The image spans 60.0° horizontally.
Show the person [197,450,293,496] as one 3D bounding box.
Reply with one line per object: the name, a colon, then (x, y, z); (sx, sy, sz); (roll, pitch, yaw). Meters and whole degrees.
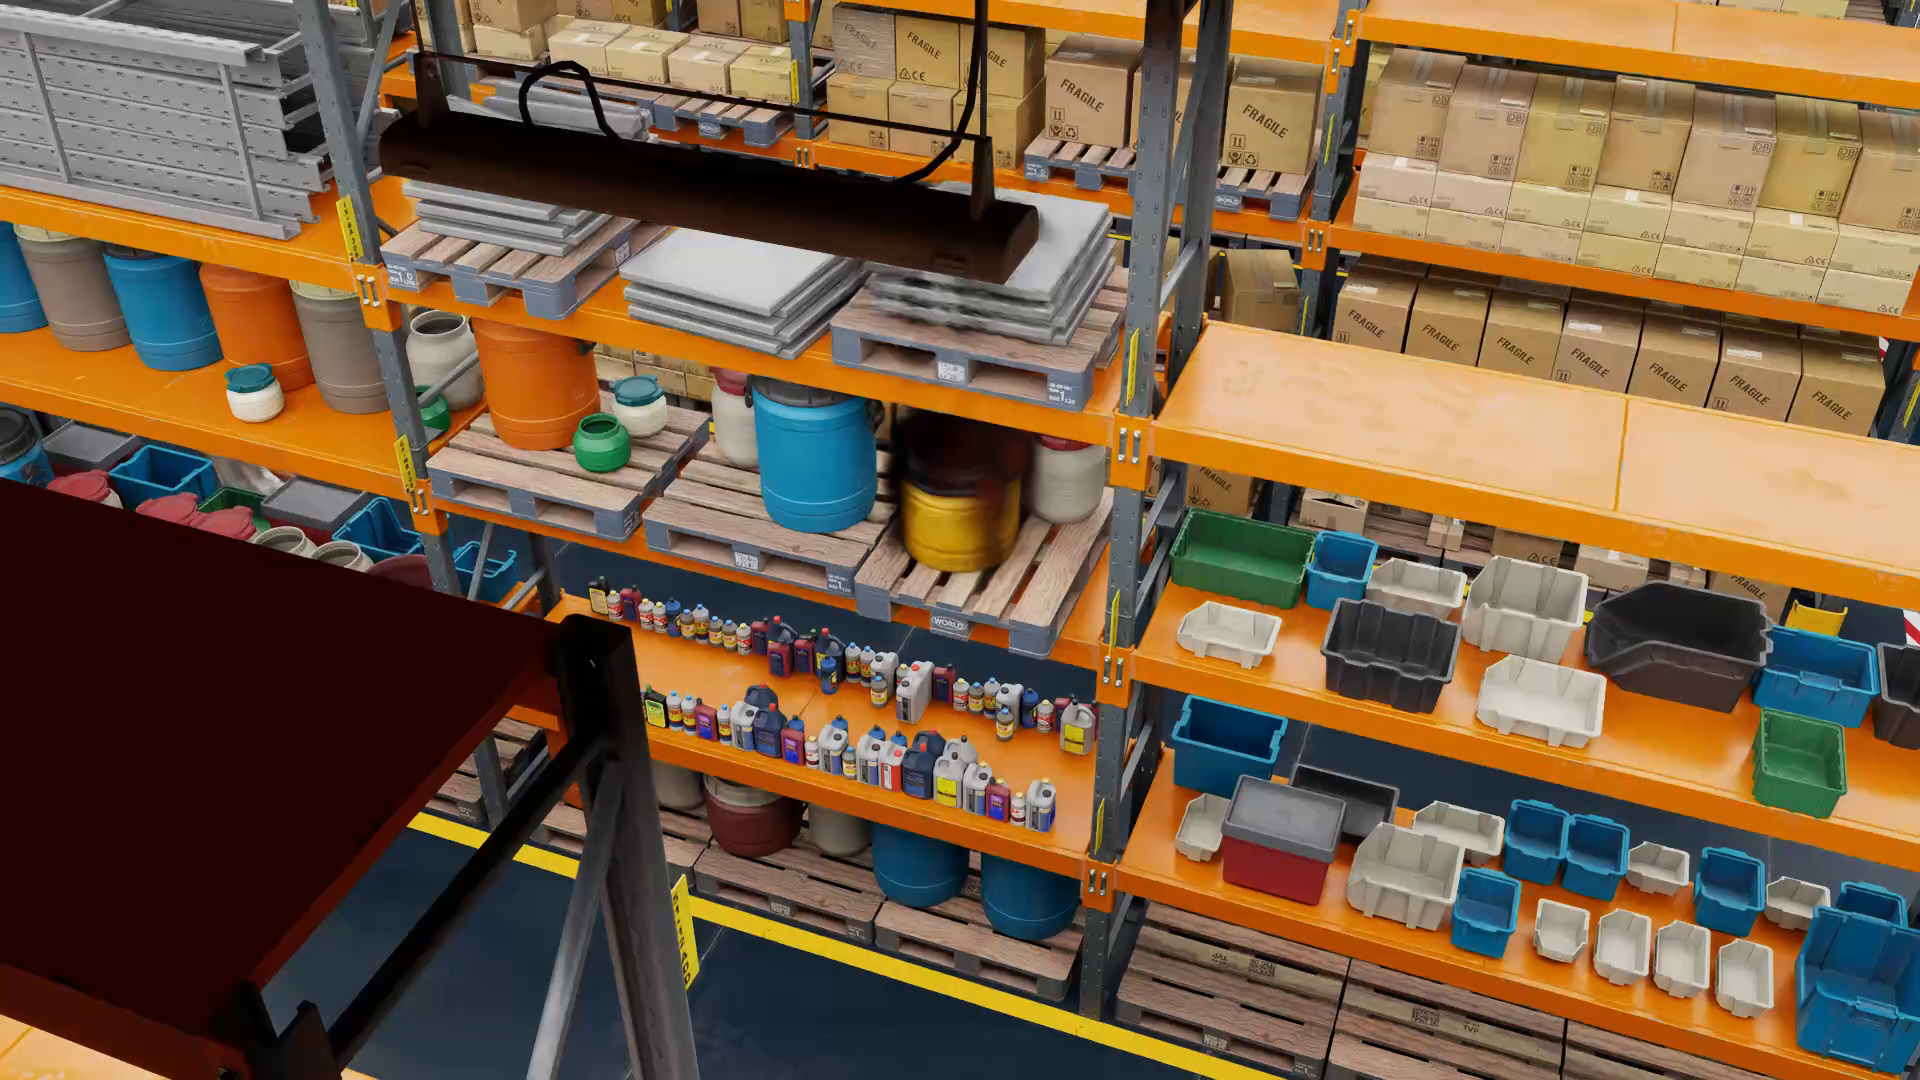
person: (-5.206, -0.373, 12.436); (0.819, 1.677, 0.725); (-7, 37, -10)
